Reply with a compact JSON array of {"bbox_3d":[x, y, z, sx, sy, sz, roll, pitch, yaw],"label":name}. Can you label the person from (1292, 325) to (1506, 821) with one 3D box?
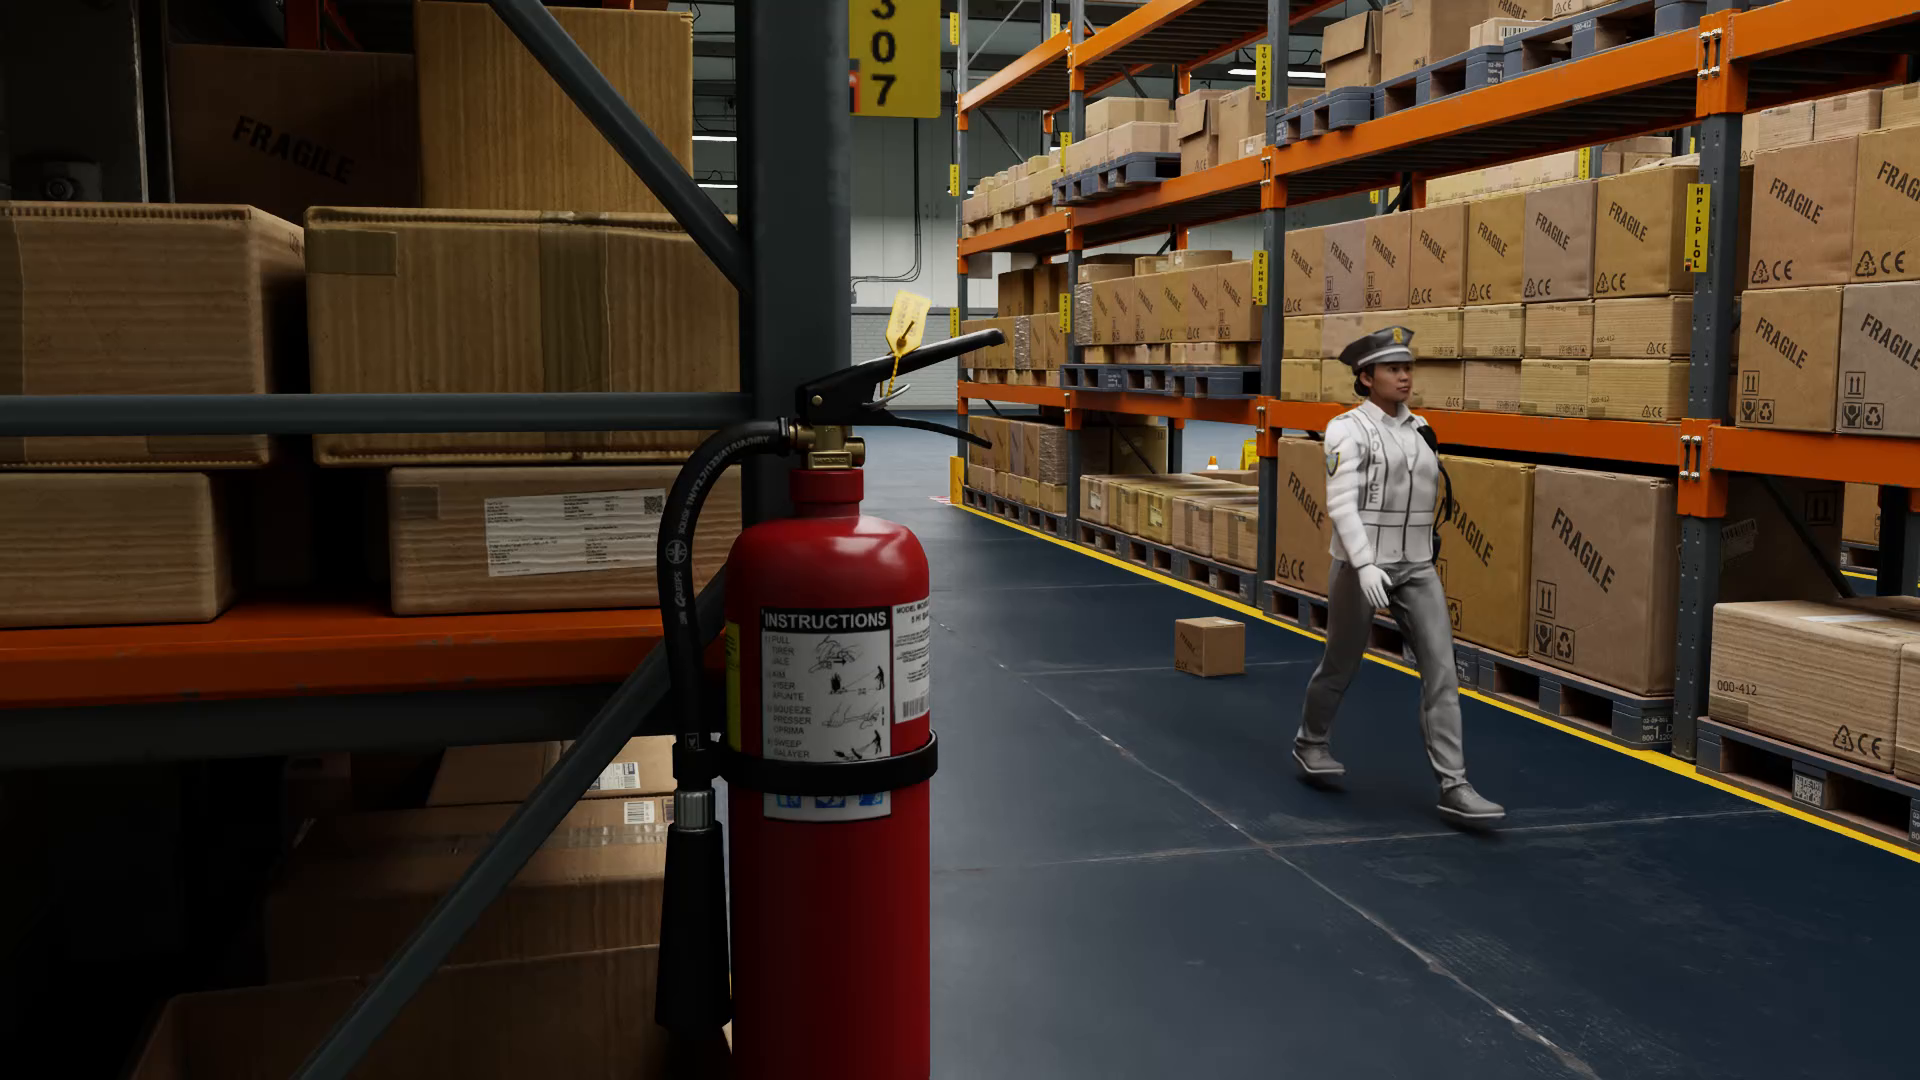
[{"bbox_3d":[1.474,0.086,5.692,0.482,1.632,0.979,-2,7,-18],"label":"person"}]
